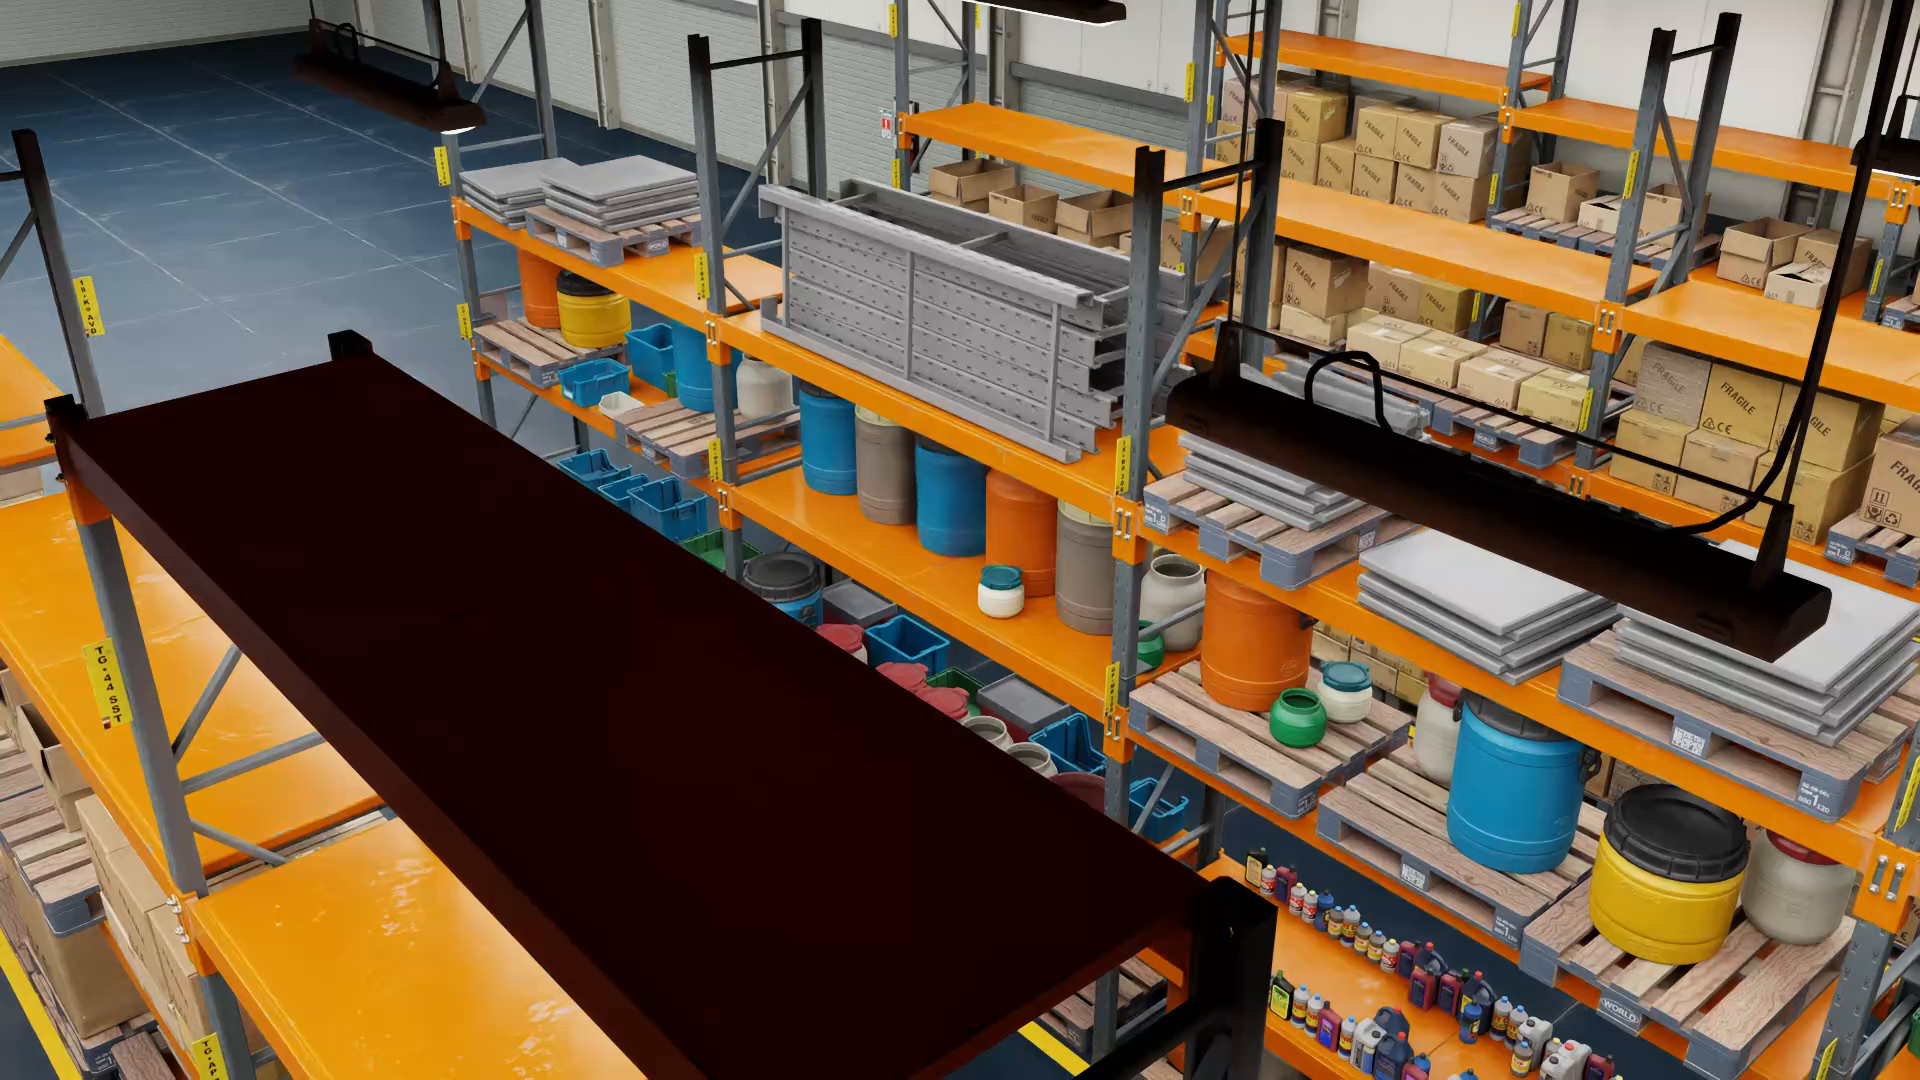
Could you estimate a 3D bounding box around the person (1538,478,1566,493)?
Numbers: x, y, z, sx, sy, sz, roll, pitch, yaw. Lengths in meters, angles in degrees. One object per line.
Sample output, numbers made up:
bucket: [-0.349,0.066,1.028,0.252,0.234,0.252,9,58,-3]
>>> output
person: [5.752,-0.224,16.162,0.496,1.659,0.427,-14,30,-26]

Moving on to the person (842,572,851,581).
person: [-0.935,0.132,14.988,0.626,1.702,0.595,-16,31,-28]
